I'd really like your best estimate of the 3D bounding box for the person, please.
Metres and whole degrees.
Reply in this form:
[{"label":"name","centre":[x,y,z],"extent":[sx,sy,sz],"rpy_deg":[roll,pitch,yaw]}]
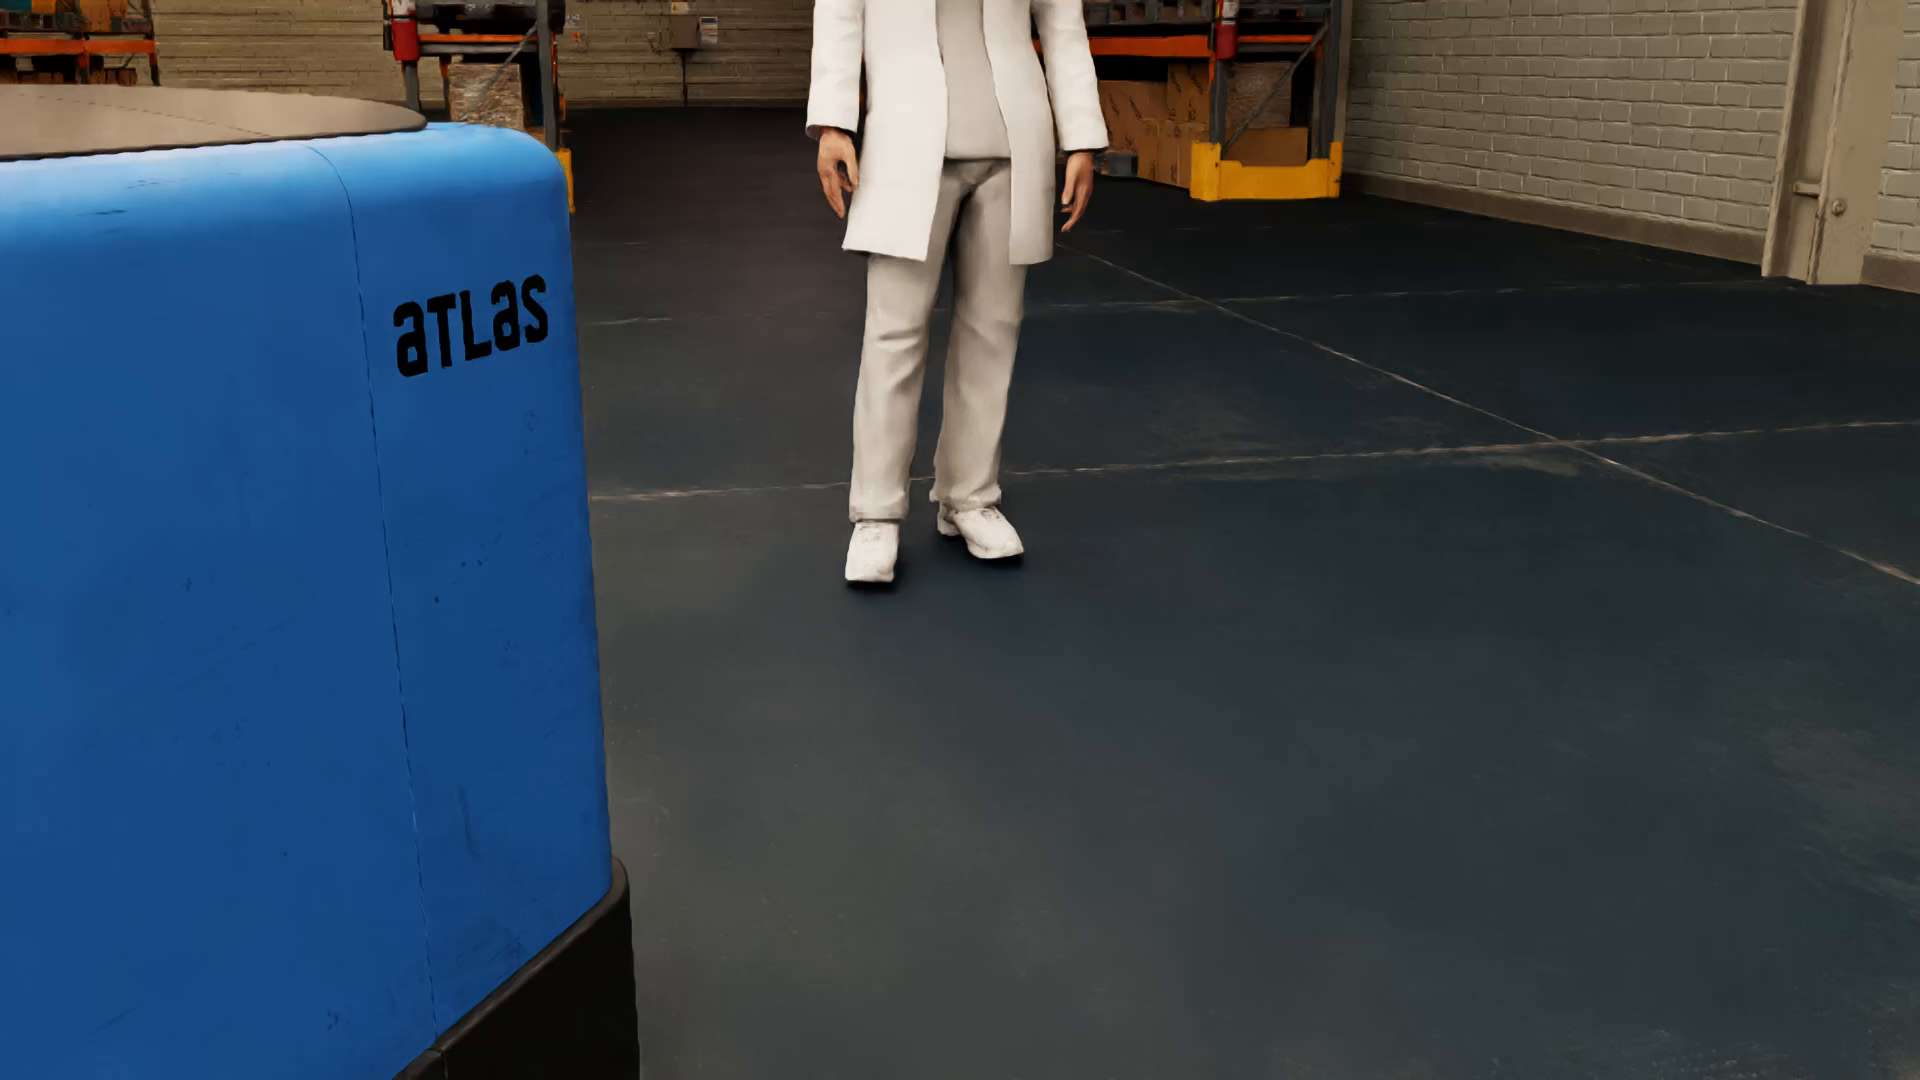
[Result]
[{"label":"person","centre":[0.016,-0.834,3.674],"extent":[0.694,1.776,0.579],"rpy_deg":[-4,17,-12]}]
